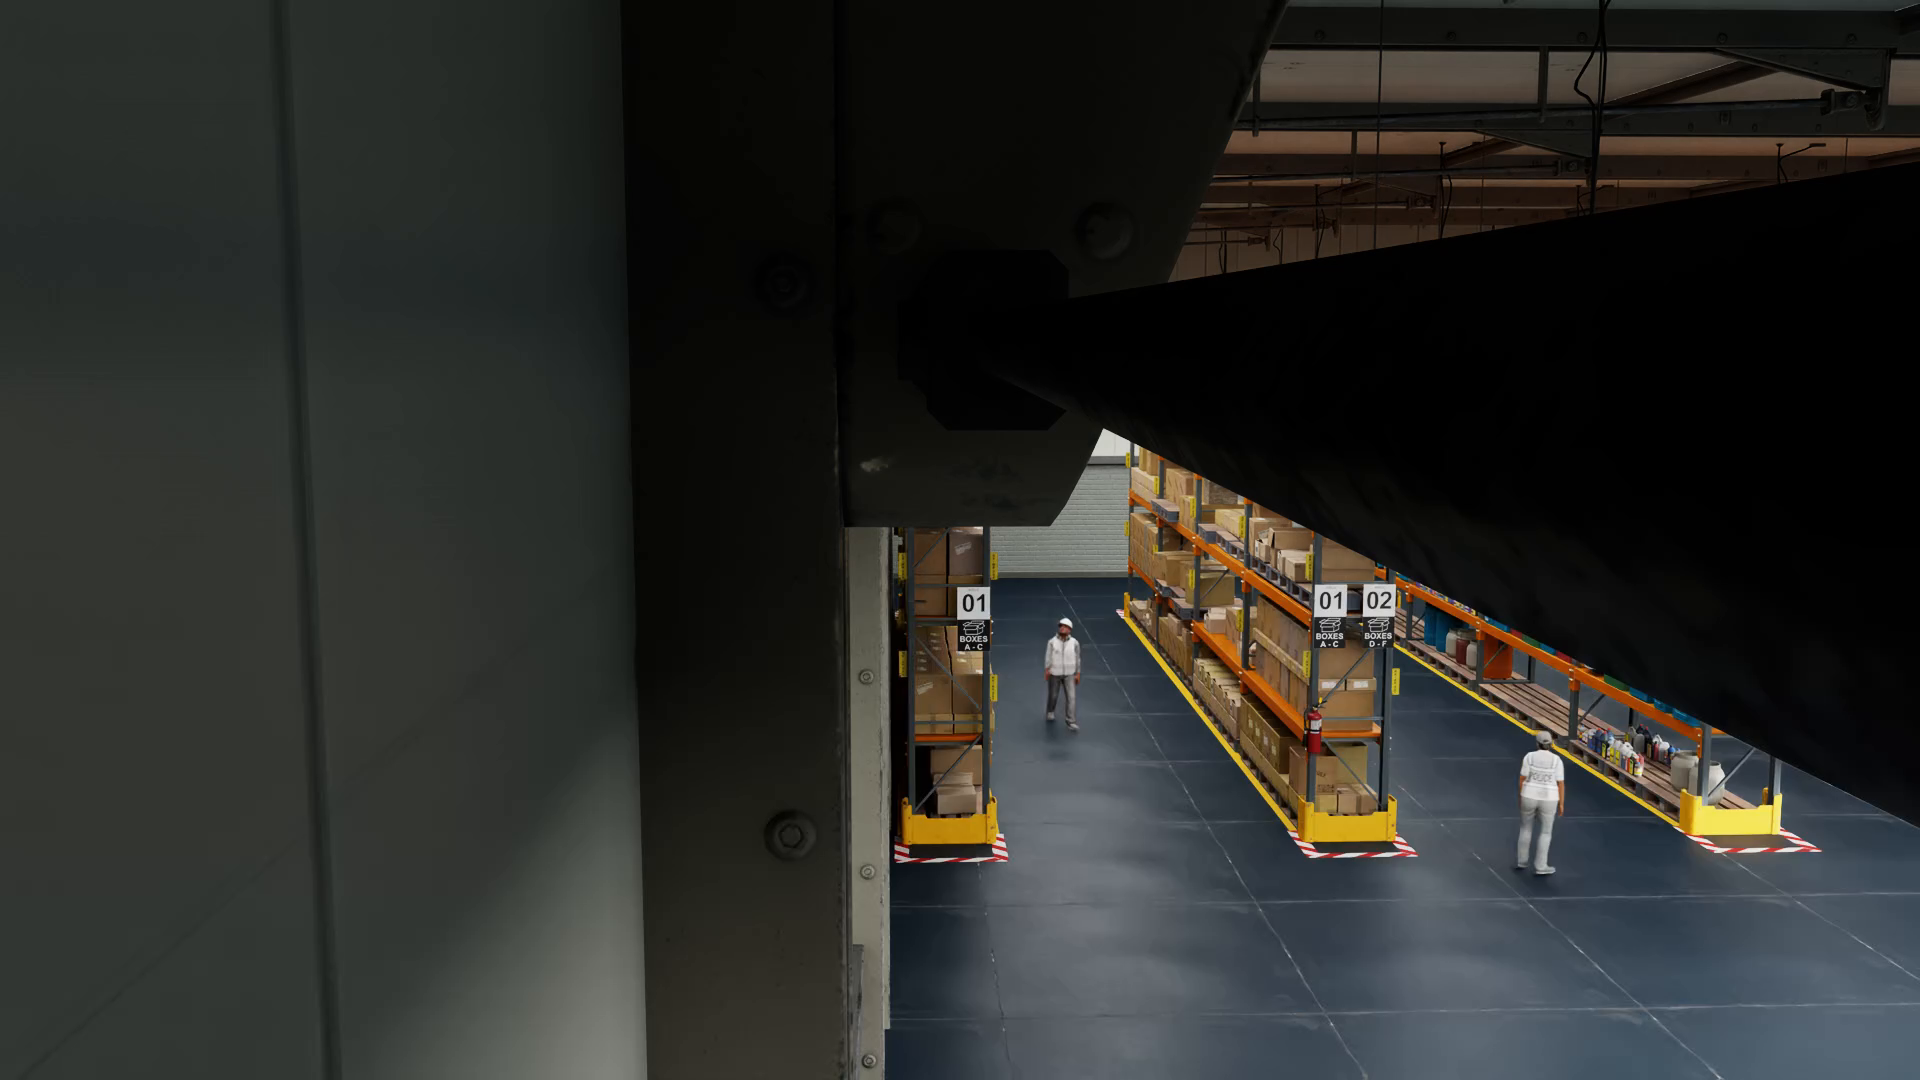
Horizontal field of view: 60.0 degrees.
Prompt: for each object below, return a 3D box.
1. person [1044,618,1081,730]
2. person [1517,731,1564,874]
[{"bbox_3d":[1.622,2.118,26.345,0.629,1.713,1.006,-1,7,-10],"label":"person"},{"bbox_3d":[6.754,3.048,19.327,0.500,1.680,0.454,4,8,29],"label":"person"}]
